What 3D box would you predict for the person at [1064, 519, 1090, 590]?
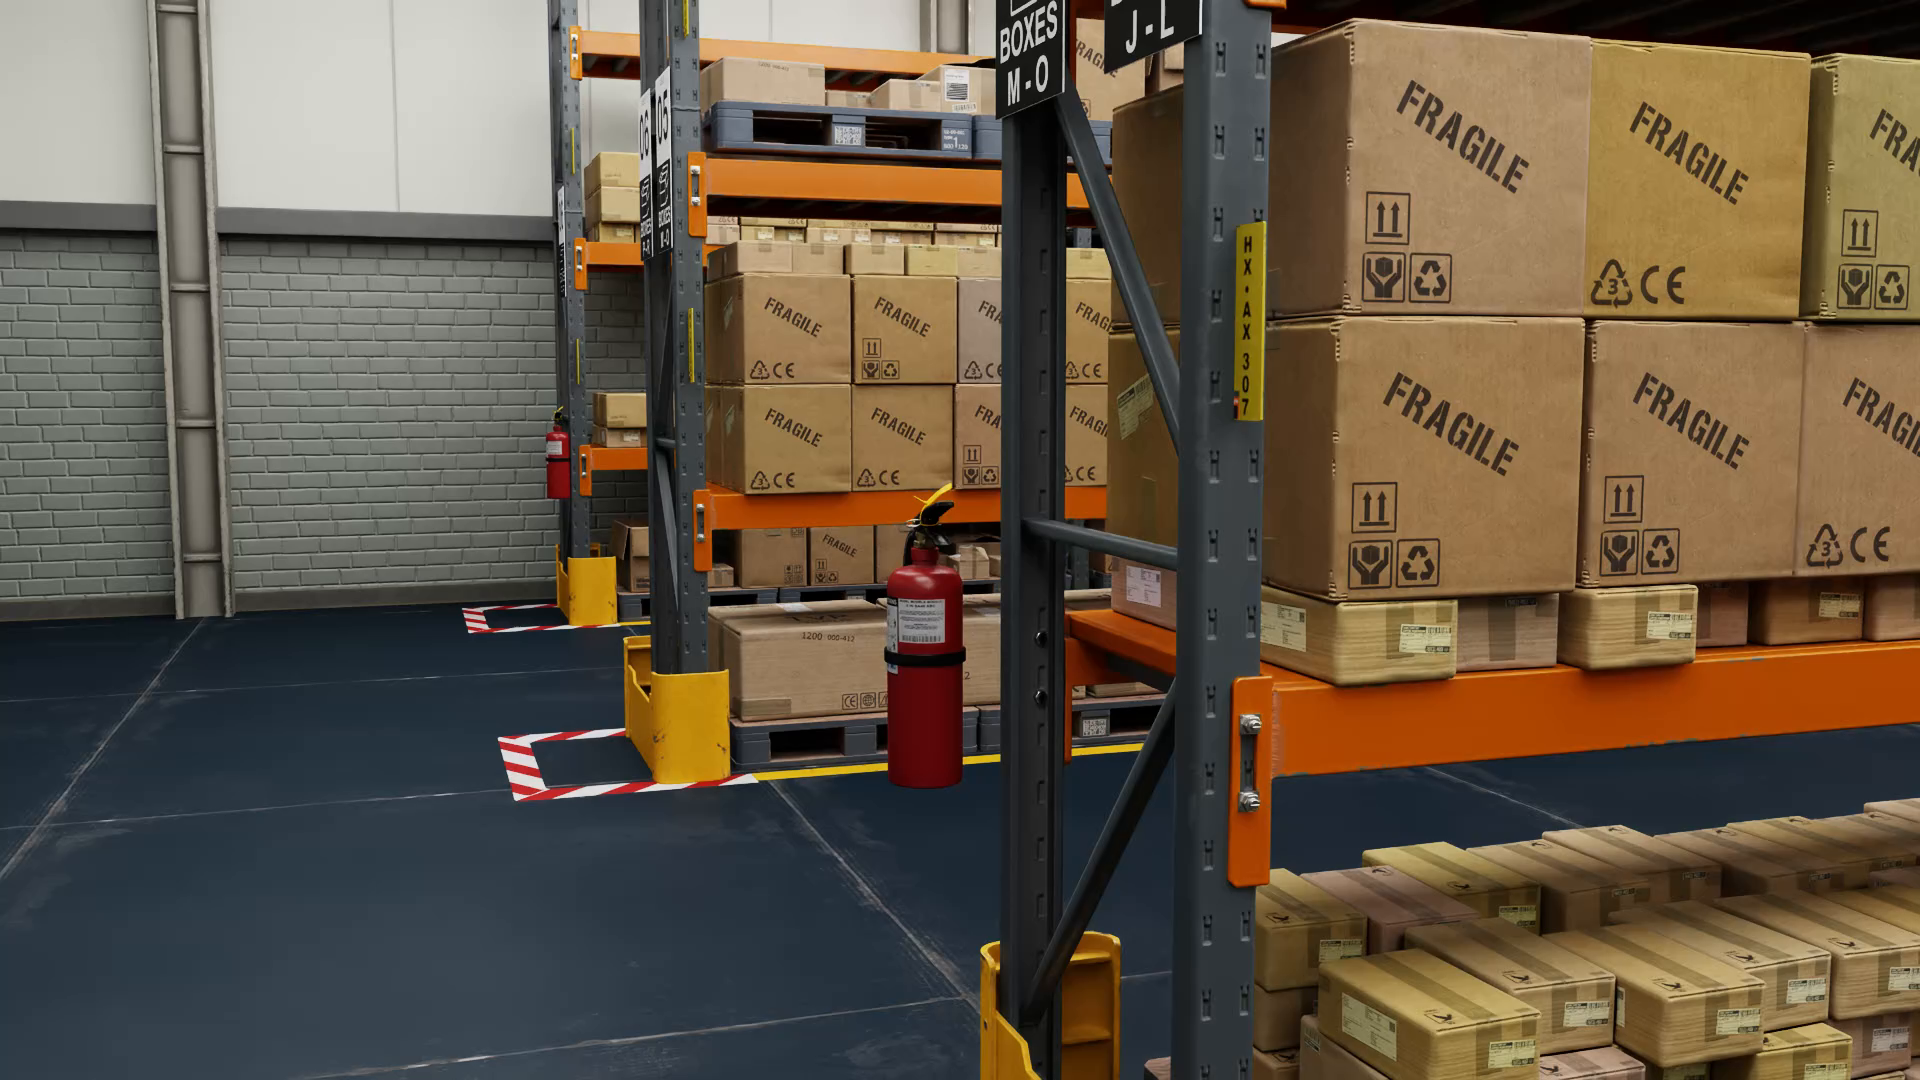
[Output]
[{"bbox_3d":[0.622,-0.220,11.857,0.613,1.768,0.483,0,6,1],"label":"person"}]
